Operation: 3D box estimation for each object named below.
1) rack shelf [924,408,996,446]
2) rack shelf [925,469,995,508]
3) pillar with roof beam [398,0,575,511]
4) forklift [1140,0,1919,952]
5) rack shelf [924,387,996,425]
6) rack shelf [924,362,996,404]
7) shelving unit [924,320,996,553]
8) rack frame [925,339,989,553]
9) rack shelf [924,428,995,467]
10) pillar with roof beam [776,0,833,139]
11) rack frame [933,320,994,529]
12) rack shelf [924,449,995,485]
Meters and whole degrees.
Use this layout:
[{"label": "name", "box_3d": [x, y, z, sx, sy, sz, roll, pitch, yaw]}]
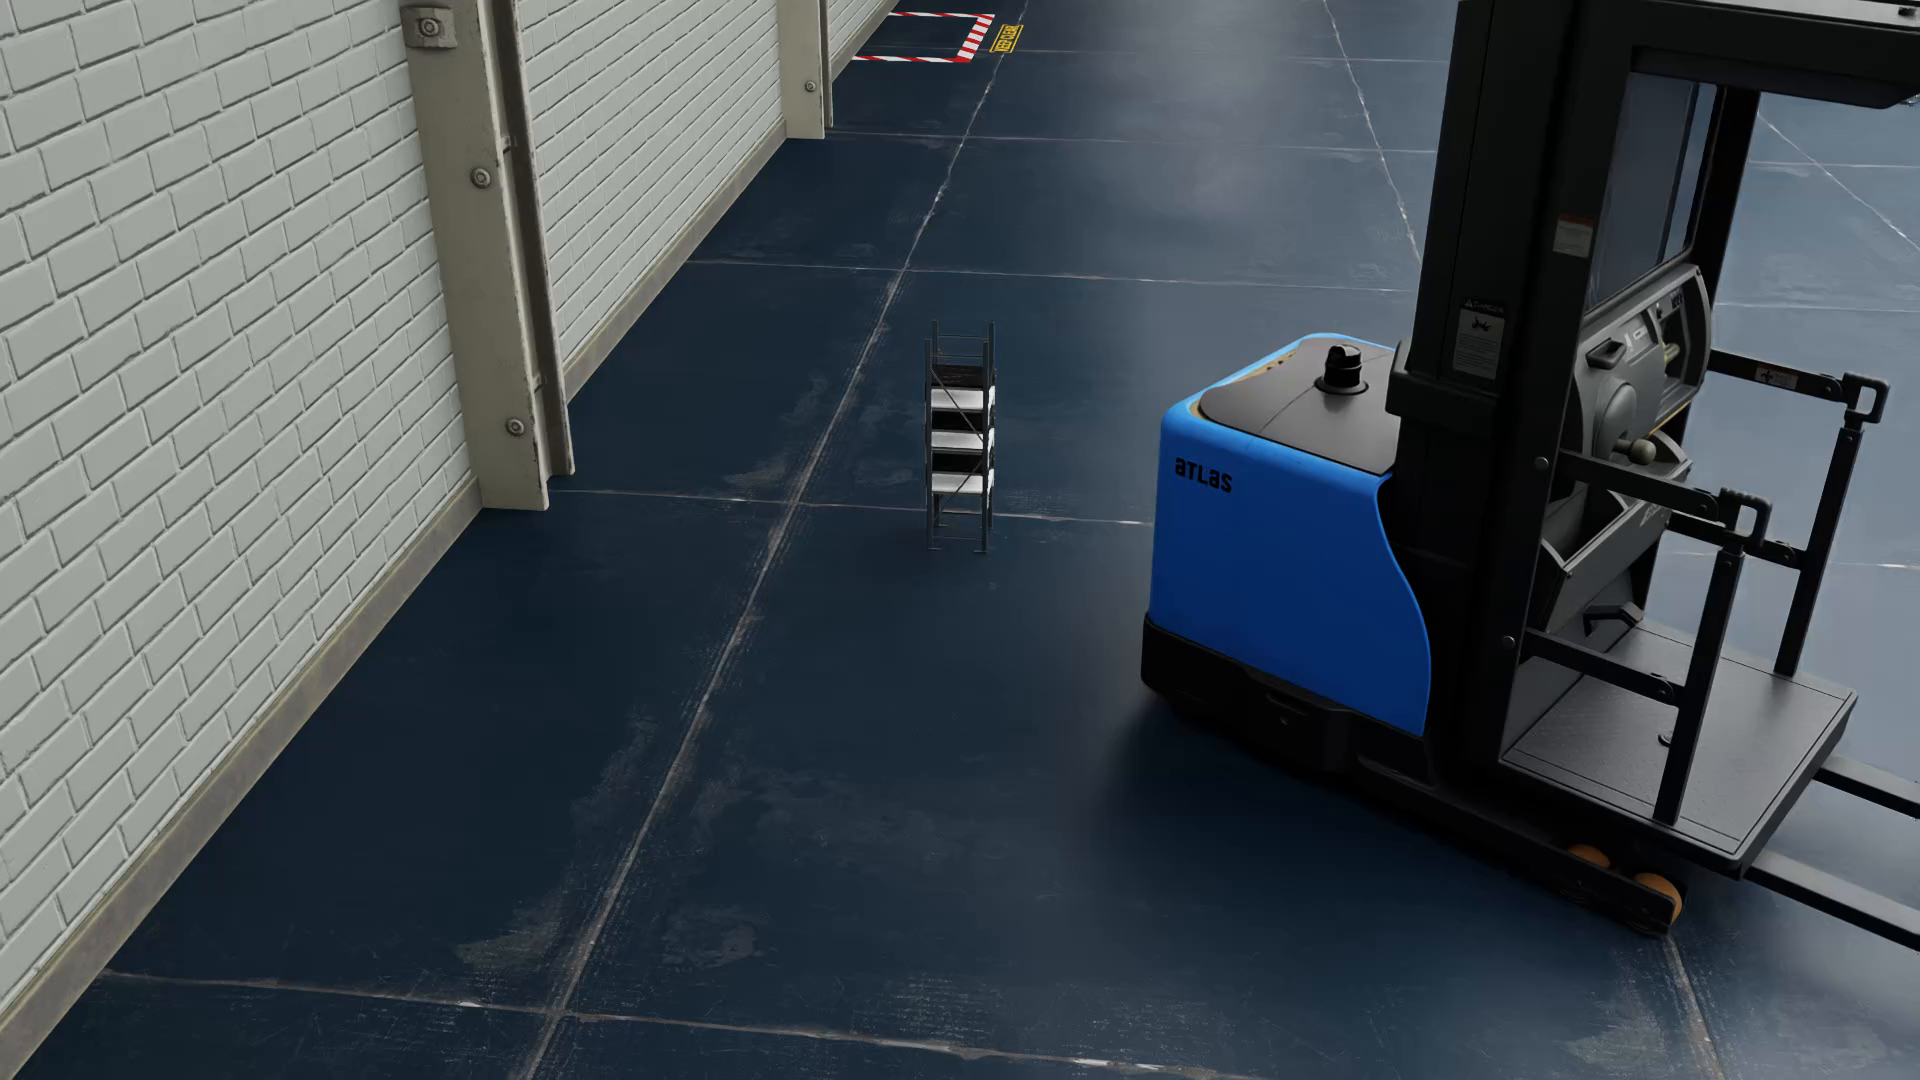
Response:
[{"label": "rack shelf", "box_3d": [0.001, -0.450, 6.517, 0.258, 0.077, 0.200, 3, 28, 6]}, {"label": "rack shelf", "box_3d": [0.001, -0.212, 6.645, 0.258, 0.077, 0.200, 3, 28, 6]}, {"label": "pillar with roof beam", "box_3d": [2.402, -3.936, 4.569, 9.100, 9.000, 0.400, 3, 28, 6]}, {"label": "forklift", "box_3d": [2.061, -0.464, 4.521, 3.031, 2.935, 1.130, 23, 36, 36]}, {"label": "rack shelf", "box_3d": [0.001, -0.529, 6.474, 0.258, 0.077, 0.200, 3, 28, 6]}, {"label": "rack shelf", "box_3d": [0.001, -0.608, 6.431, 0.258, 0.077, 0.200, 3, 28, 6]}, {"label": "shelving unit", "box_3d": [0.001, -0.400, 6.544, 0.258, 0.900, 0.210, 3, 28, 6]}, {"label": "rack frame", "box_3d": [-0.011, -0.352, 6.455, 0.240, 0.900, 0.006, 3, 28, 6]}, {"label": "rack shelf", "box_3d": [0.001, -0.371, 6.559, 0.258, 0.077, 0.200, 3, 28, 6]}, {"label": "pillar with roof beam", "box_3d": [3.137, -6.761, 9.811, 9.100, 9.000, 0.400, 3, 28, 6]}, {"label": "rack frame", "box_3d": [0.013, -0.448, 6.632, 0.240, 0.900, 0.006, 3, 28, 6]}, {"label": "rack shelf", "box_3d": [0.001, -0.291, 6.602, 0.258, 0.077, 0.200, 3, 28, 6]}]
